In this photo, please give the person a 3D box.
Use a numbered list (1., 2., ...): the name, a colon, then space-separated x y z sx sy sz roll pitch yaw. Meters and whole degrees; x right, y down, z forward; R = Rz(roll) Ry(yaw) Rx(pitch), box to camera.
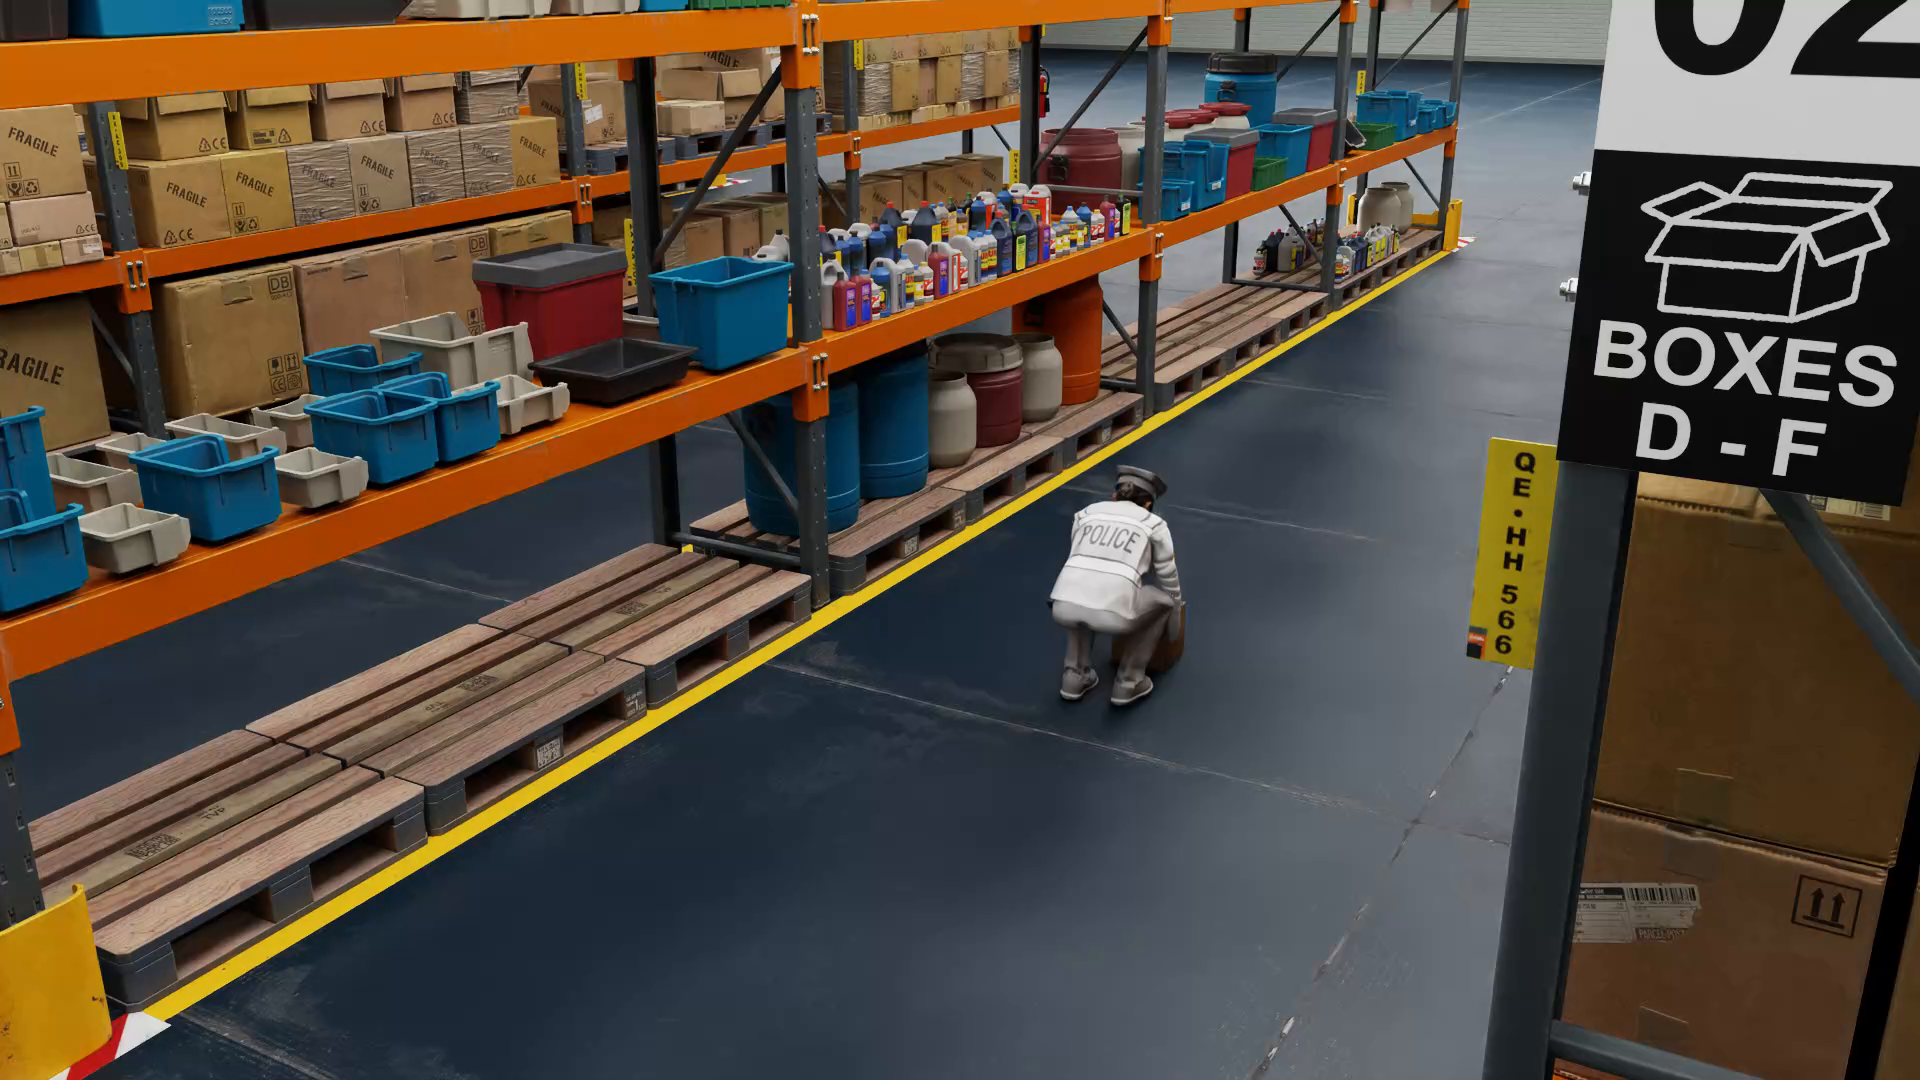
1. person: 0.660 0.195 7.131 0.481 0.928 0.853 11 22 27
